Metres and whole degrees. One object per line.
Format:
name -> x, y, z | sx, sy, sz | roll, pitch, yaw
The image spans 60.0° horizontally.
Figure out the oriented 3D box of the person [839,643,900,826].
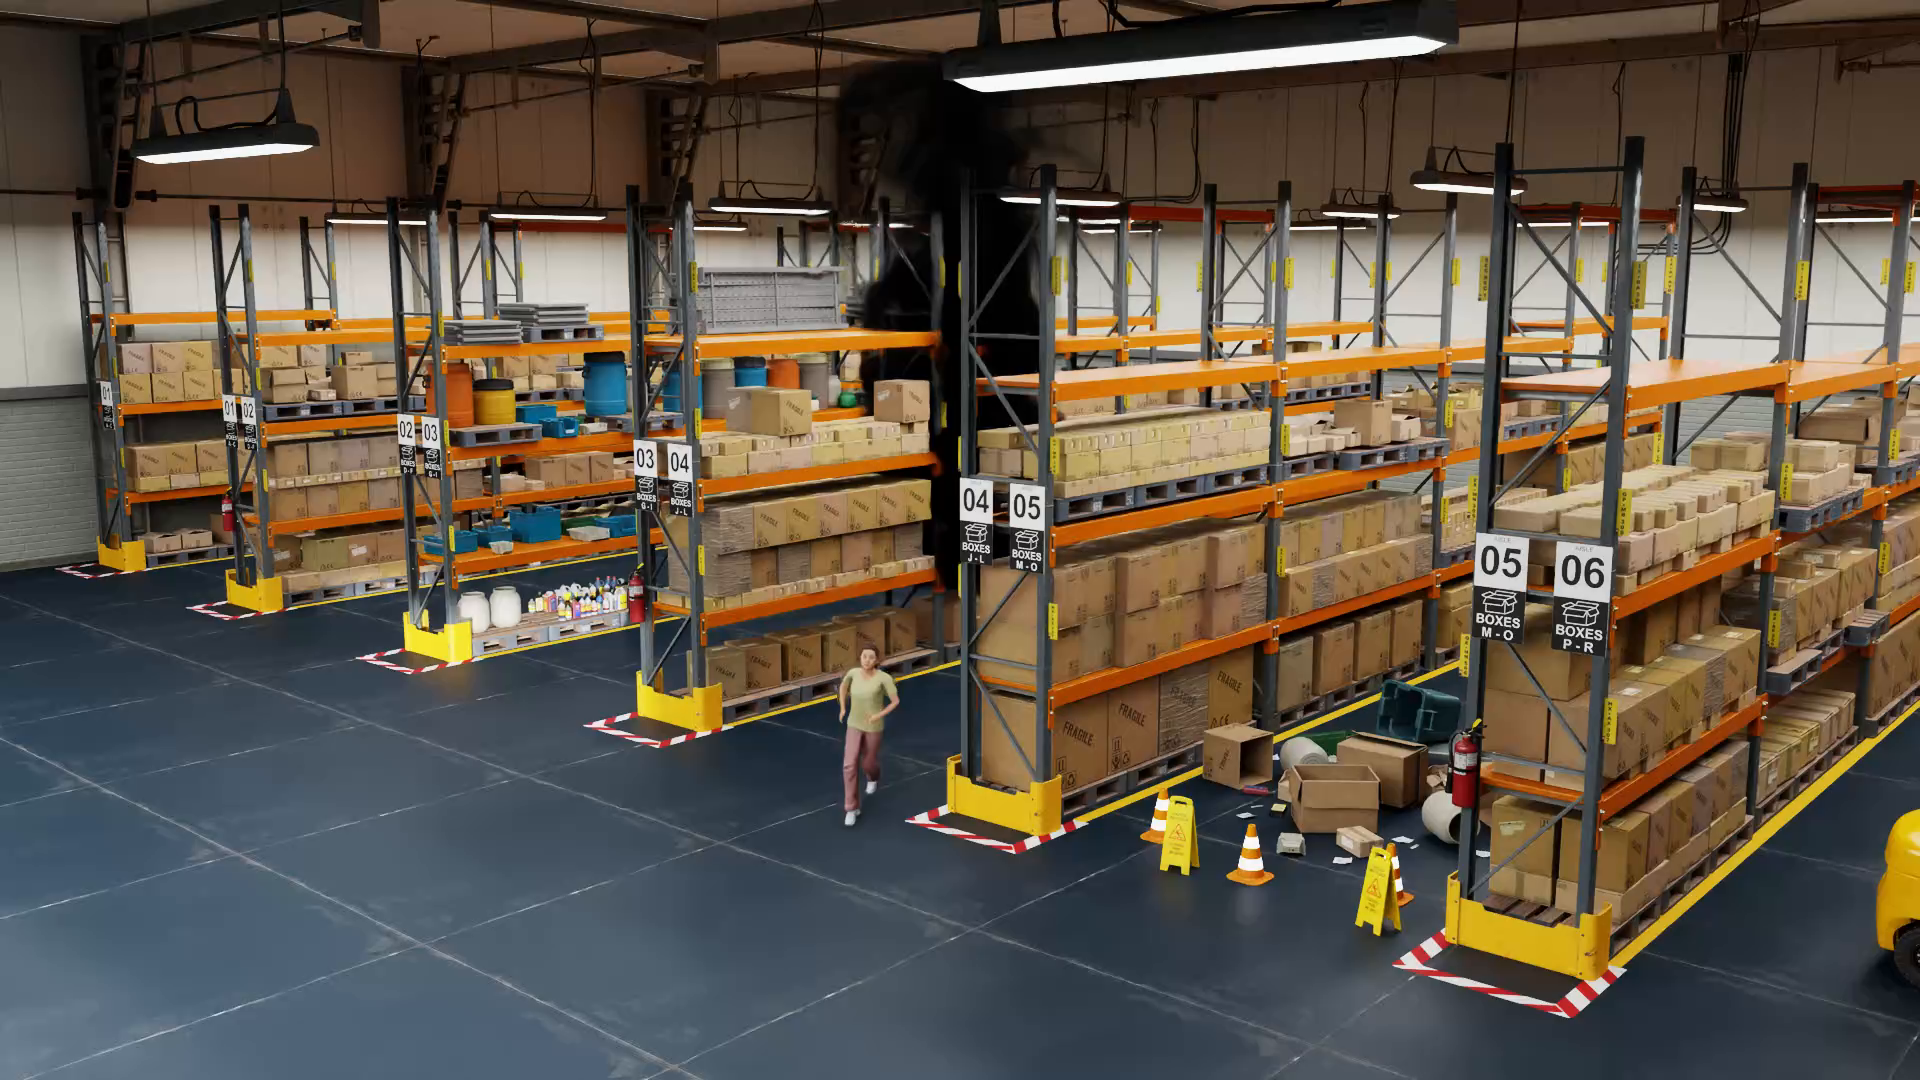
person -> -0.864, 1.779, 15.726 | 0.611, 1.668, 0.905 | 2, 10, 11
